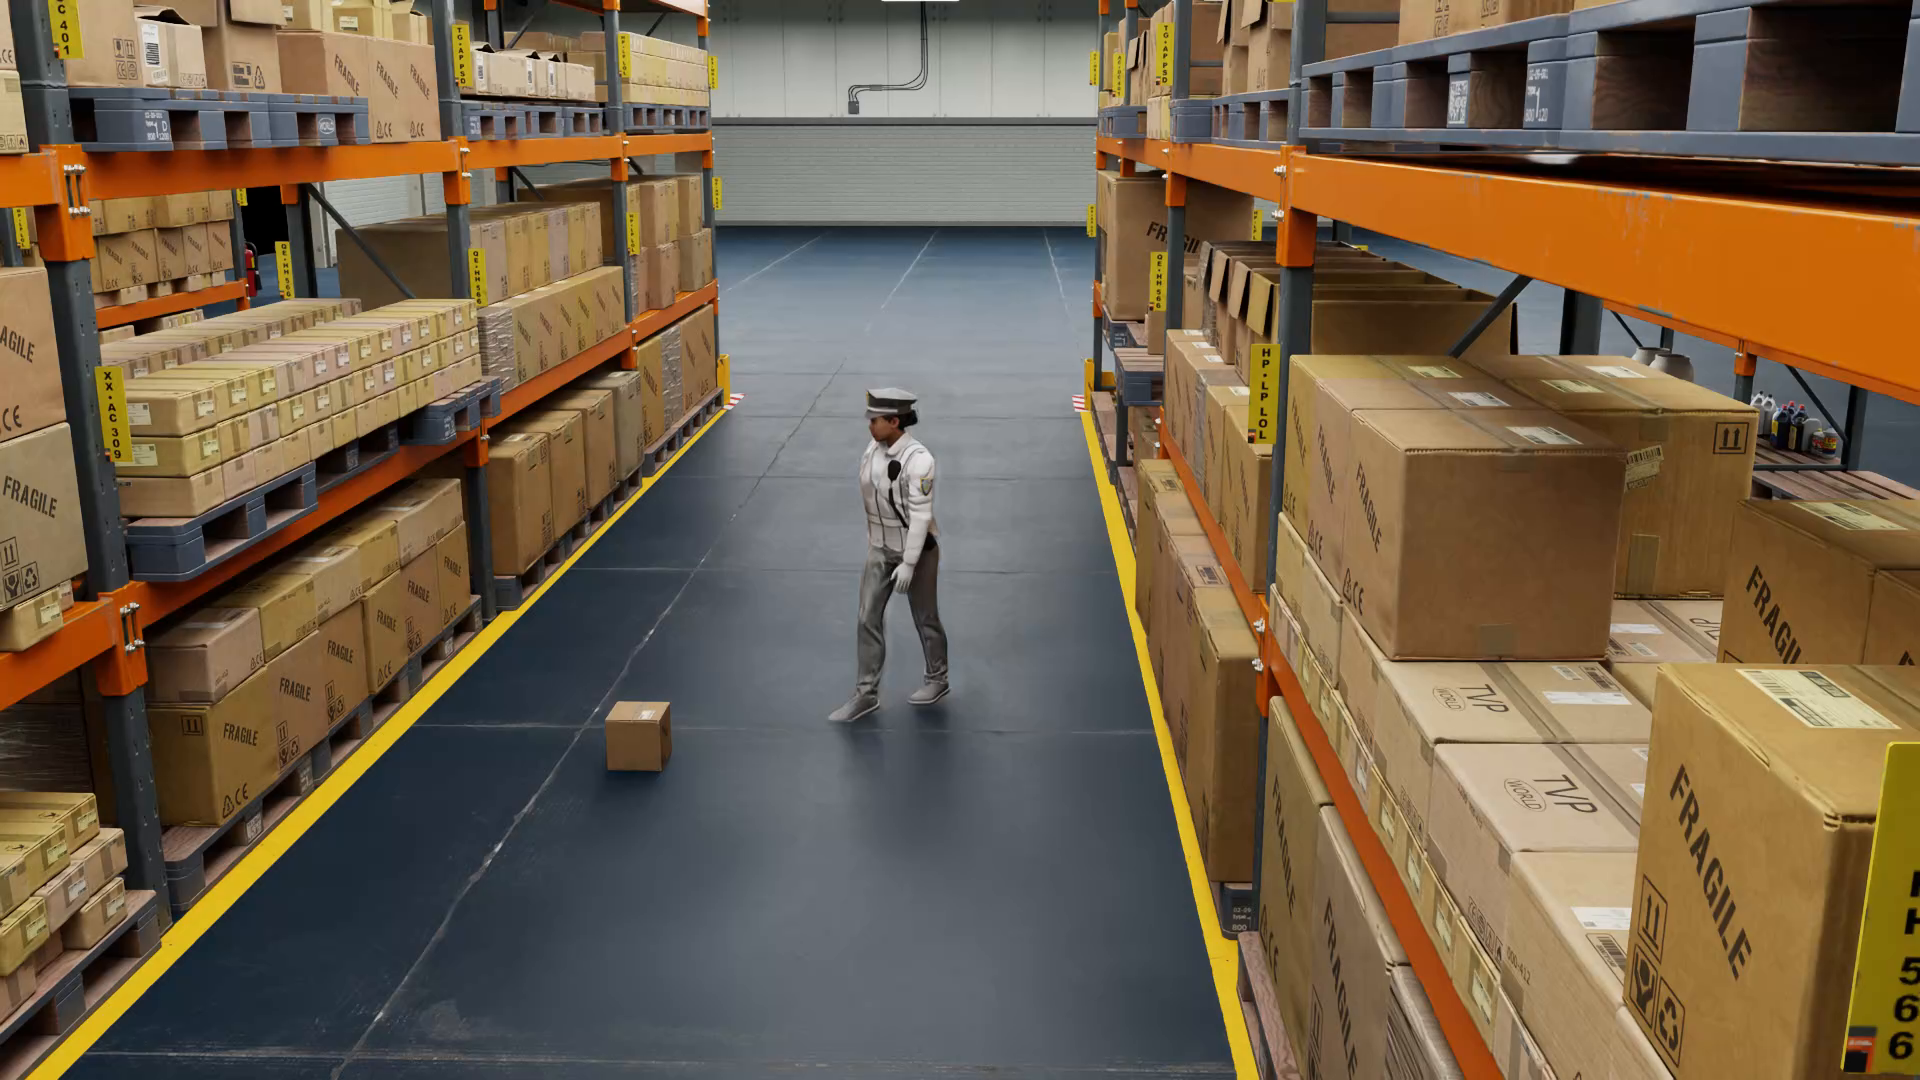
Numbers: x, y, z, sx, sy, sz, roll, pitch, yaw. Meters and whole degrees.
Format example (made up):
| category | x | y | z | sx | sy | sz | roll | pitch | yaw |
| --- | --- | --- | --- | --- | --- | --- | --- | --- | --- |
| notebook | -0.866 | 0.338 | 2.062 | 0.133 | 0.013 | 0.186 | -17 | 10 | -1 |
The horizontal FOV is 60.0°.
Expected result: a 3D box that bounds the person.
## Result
| category | x | y | z | sx | sy | sz | roll | pitch | yaw |
| --- | --- | --- | --- | --- | --- | --- | --- | --- | --- |
| person | -0.300 | 0.082 | 8.217 | 0.491 | 1.696 | 0.643 | 11 | 18 | 38 |
